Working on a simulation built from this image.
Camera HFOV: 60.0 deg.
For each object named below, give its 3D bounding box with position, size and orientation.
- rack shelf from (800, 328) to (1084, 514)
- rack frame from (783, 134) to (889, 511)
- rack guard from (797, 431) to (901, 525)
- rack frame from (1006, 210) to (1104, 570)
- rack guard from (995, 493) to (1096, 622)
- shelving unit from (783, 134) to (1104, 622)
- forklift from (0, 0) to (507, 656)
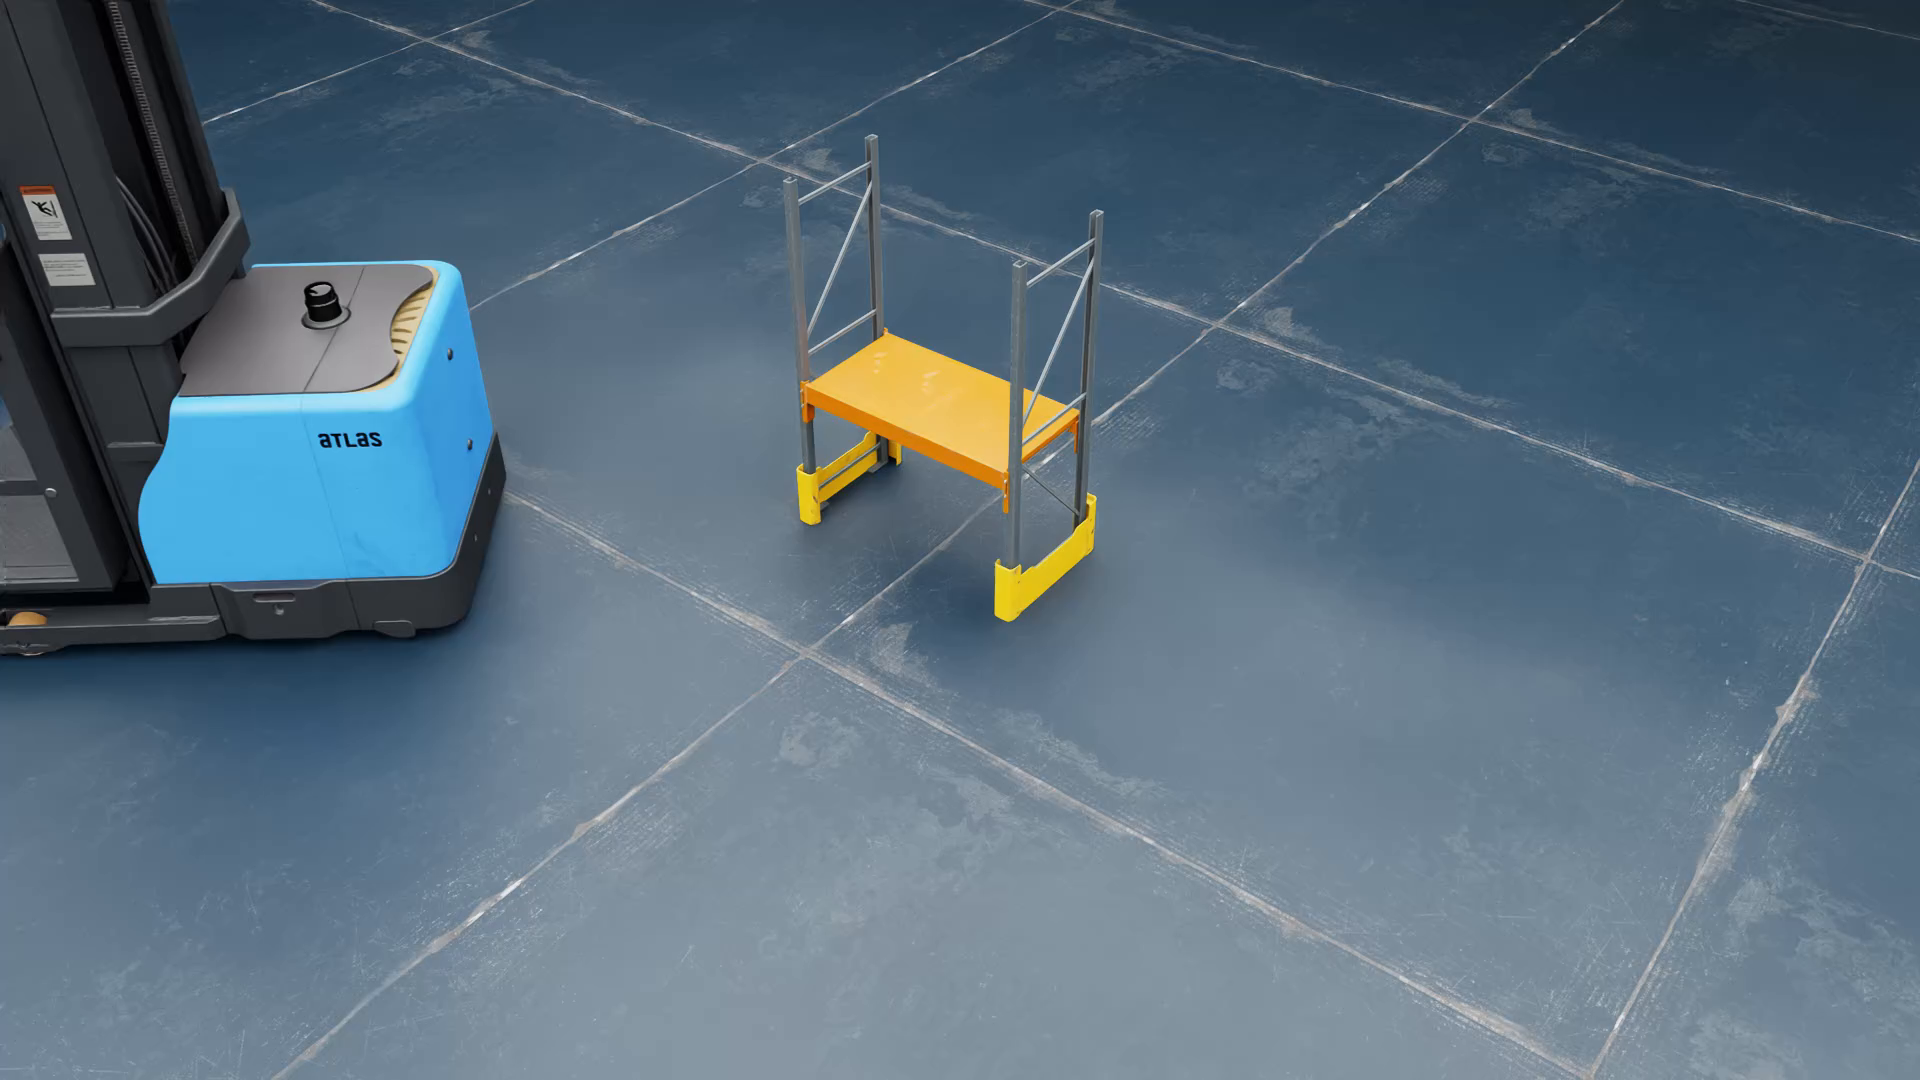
[{"bbox_3d":[-0.068,-0.481,6.439,1.000,0.185,0.538,25,45,29],"label":"rack shelf"},{"bbox_3d":[-0.472,-0.813,6.572,0.032,1.500,0.500,25,45,29],"label":"rack frame"},{"bbox_3d":[-0.456,-0.313,6.948,0.087,0.250,0.587,25,45,29],"label":"rack guard"},{"bbox_3d":[0.336,-0.432,6.085,0.032,1.500,0.500,25,45,29],"label":"rack frame"},{"bbox_3d":[0.335,0.060,6.471,0.087,0.250,0.587,25,45,29],"label":"rack guard"},{"bbox_3d":[-0.061,-0.619,6.324,1.083,1.500,0.587,25,45,29],"label":"shelving unit"},{"bbox_3d":[-3.393,-1.052,5.716,3.031,2.935,1.130,-2,38,-2],"label":"forklift"}]
